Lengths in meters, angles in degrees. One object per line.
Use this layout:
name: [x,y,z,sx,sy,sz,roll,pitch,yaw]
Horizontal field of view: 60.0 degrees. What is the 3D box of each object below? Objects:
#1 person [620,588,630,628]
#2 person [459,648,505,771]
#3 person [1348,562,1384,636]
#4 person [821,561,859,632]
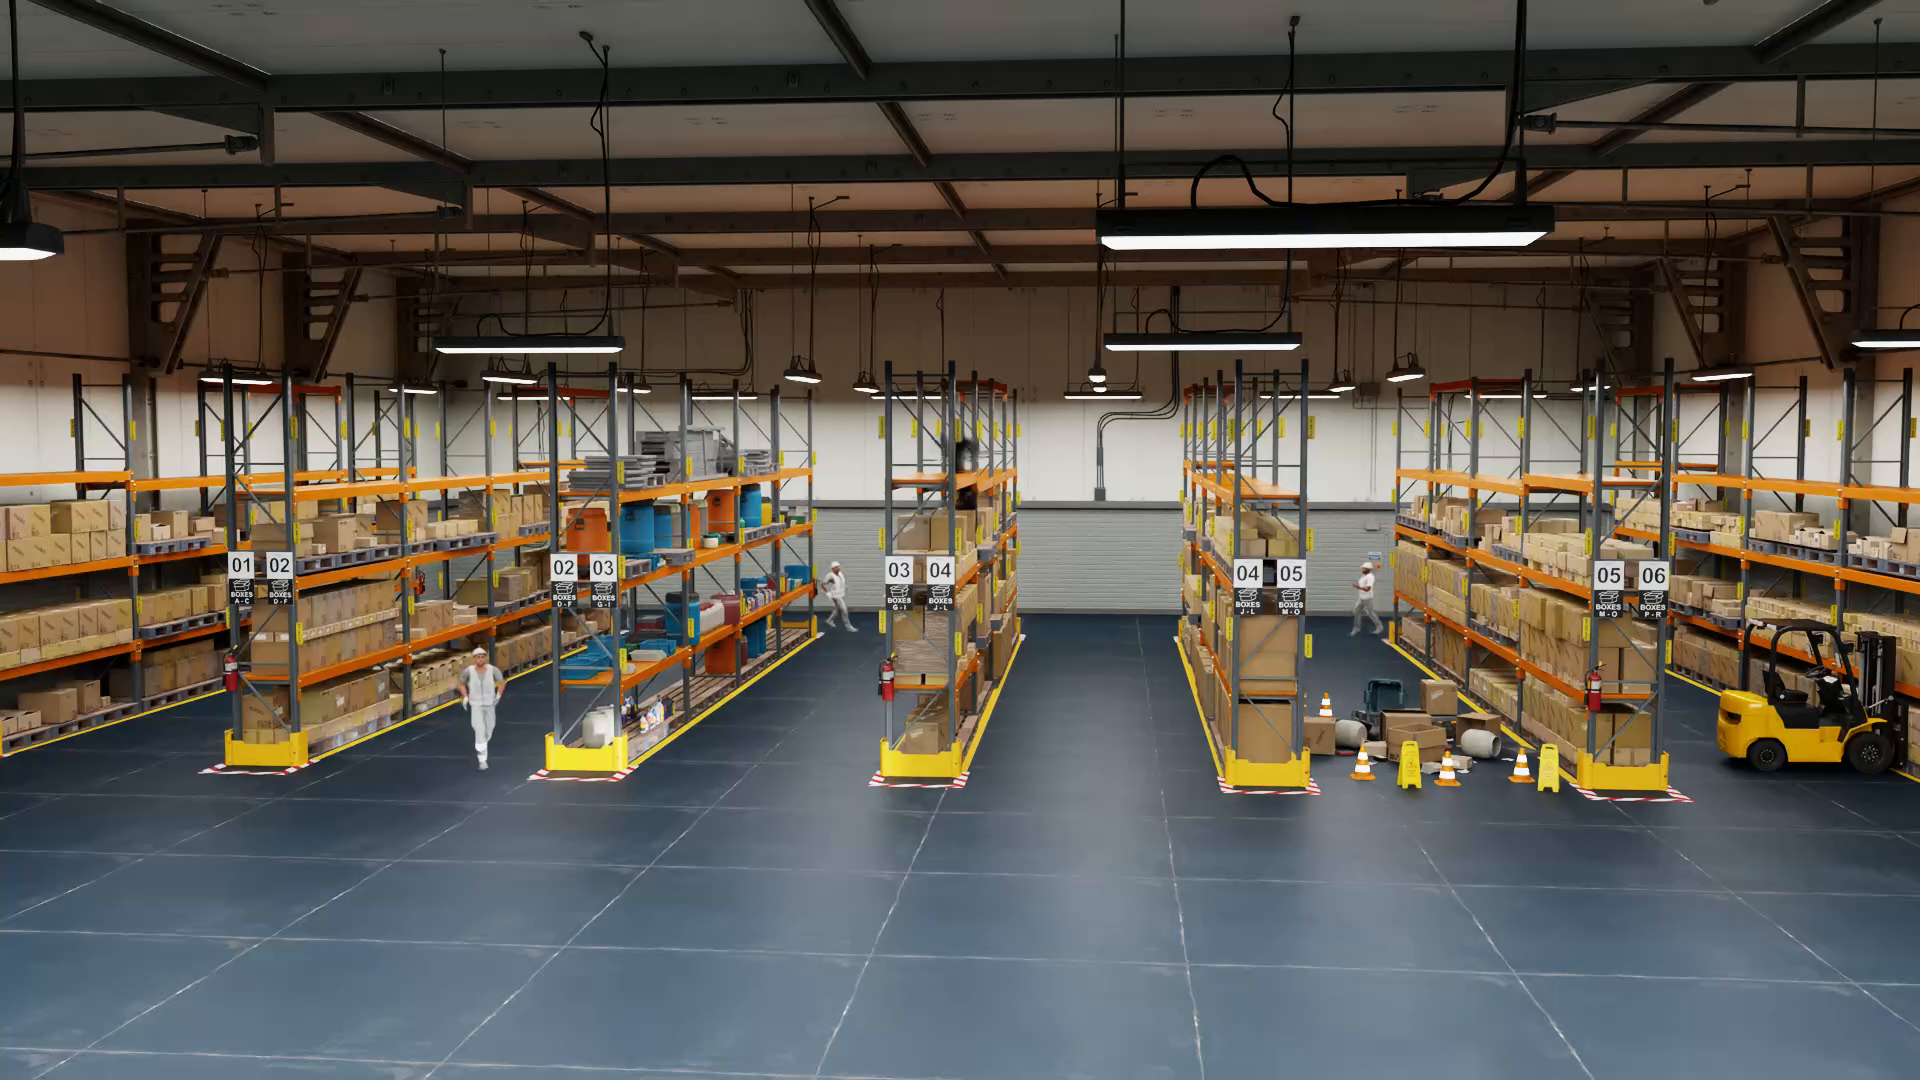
person: [-8.547,1.340,42.326,0.622,1.826,0.833,-2,4,-33]
person: [-7.133,2.486,24.837,0.659,1.802,0.822,-1,4,-18]
person: [9.894,1.446,40.469,0.841,1.816,0.692,0,4,-4]
person: [-3.016,1.400,41.192,0.986,1.754,0.734,2,4,25]
